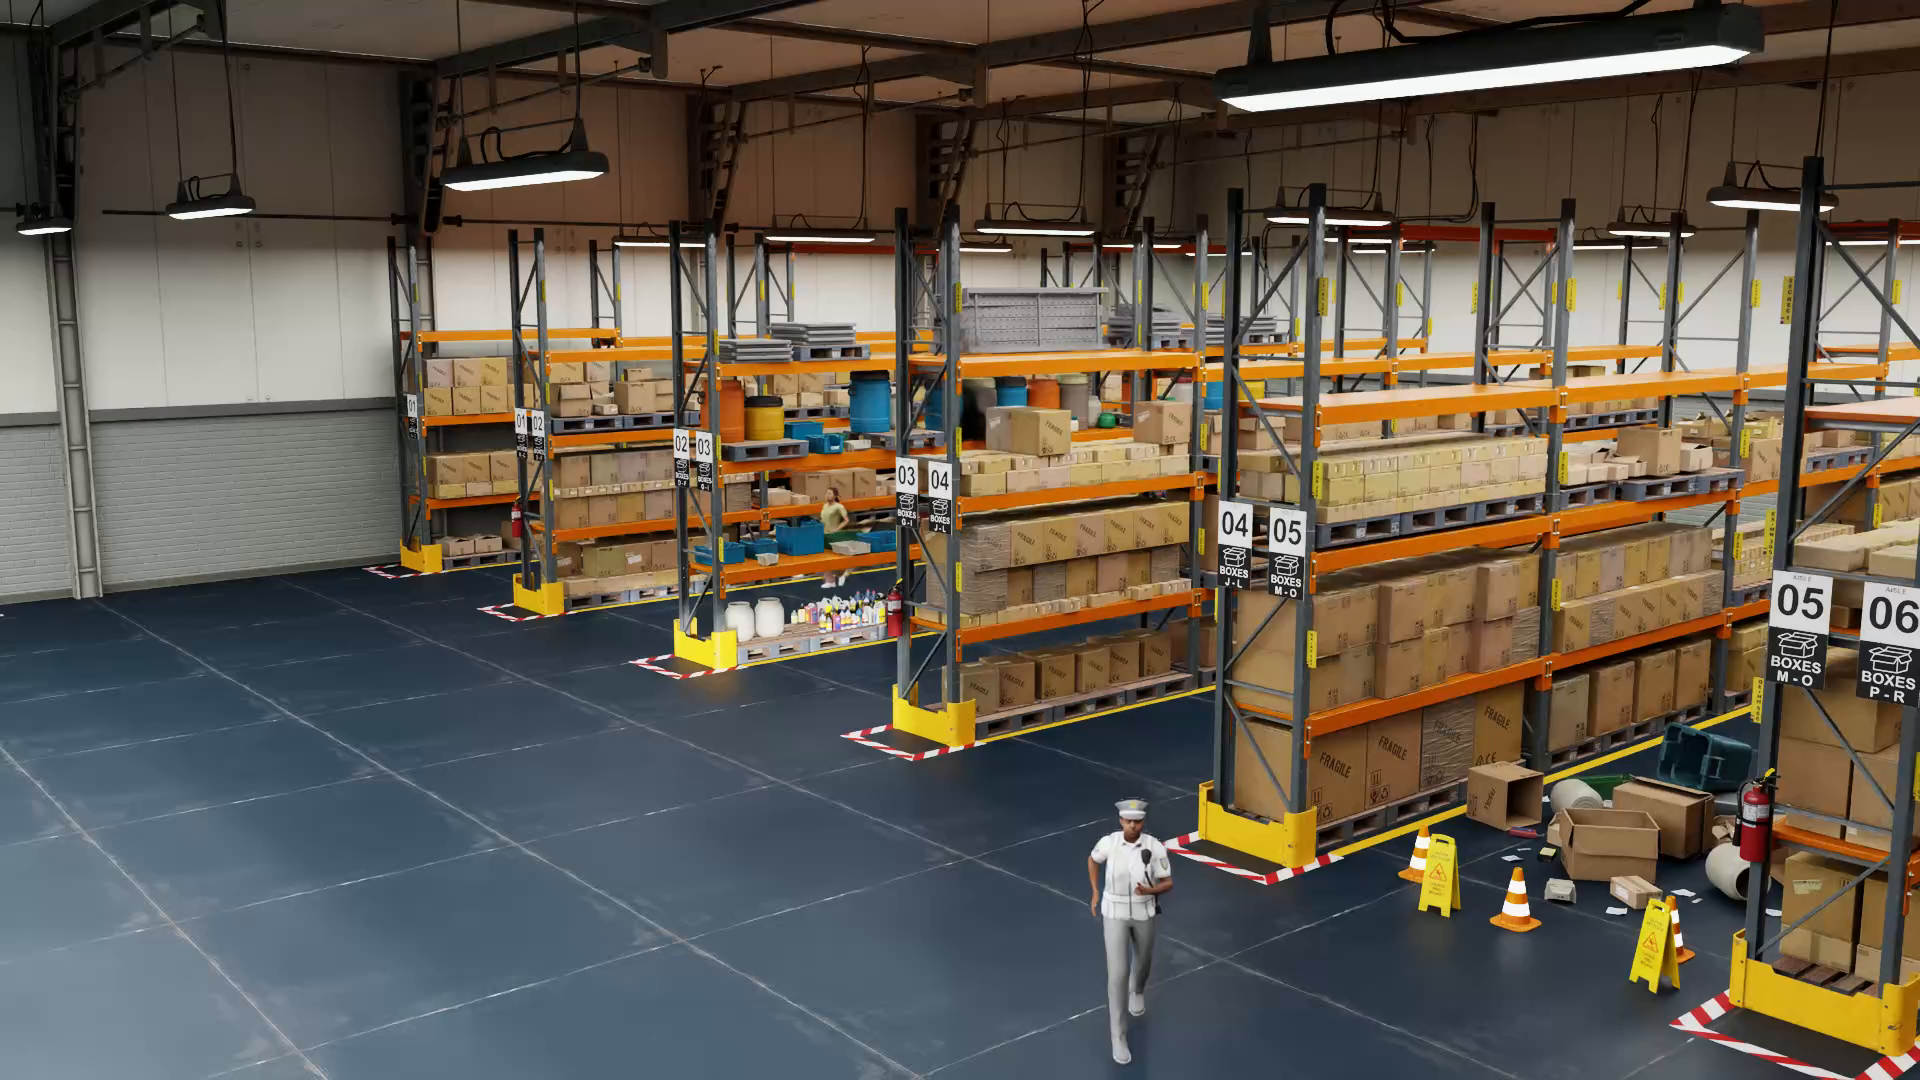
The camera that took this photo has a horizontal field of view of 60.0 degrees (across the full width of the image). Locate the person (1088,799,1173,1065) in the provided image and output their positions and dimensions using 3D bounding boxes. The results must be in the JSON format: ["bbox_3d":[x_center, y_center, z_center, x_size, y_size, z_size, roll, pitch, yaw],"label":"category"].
[{"bbox_3d":[1.163,2.581,11.379,0.568,1.710,0.908,0,9,2],"label":"person"}]

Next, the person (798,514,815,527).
[{"bbox_3d":[-2.874,-0.452,31.537,0.525,1.582,0.822,8,12,41],"label":"person"}]

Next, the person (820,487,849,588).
[{"bbox_3d":[-2.075,-0.044,26.800,0.578,1.631,0.519,7,11,39],"label":"person"}]
